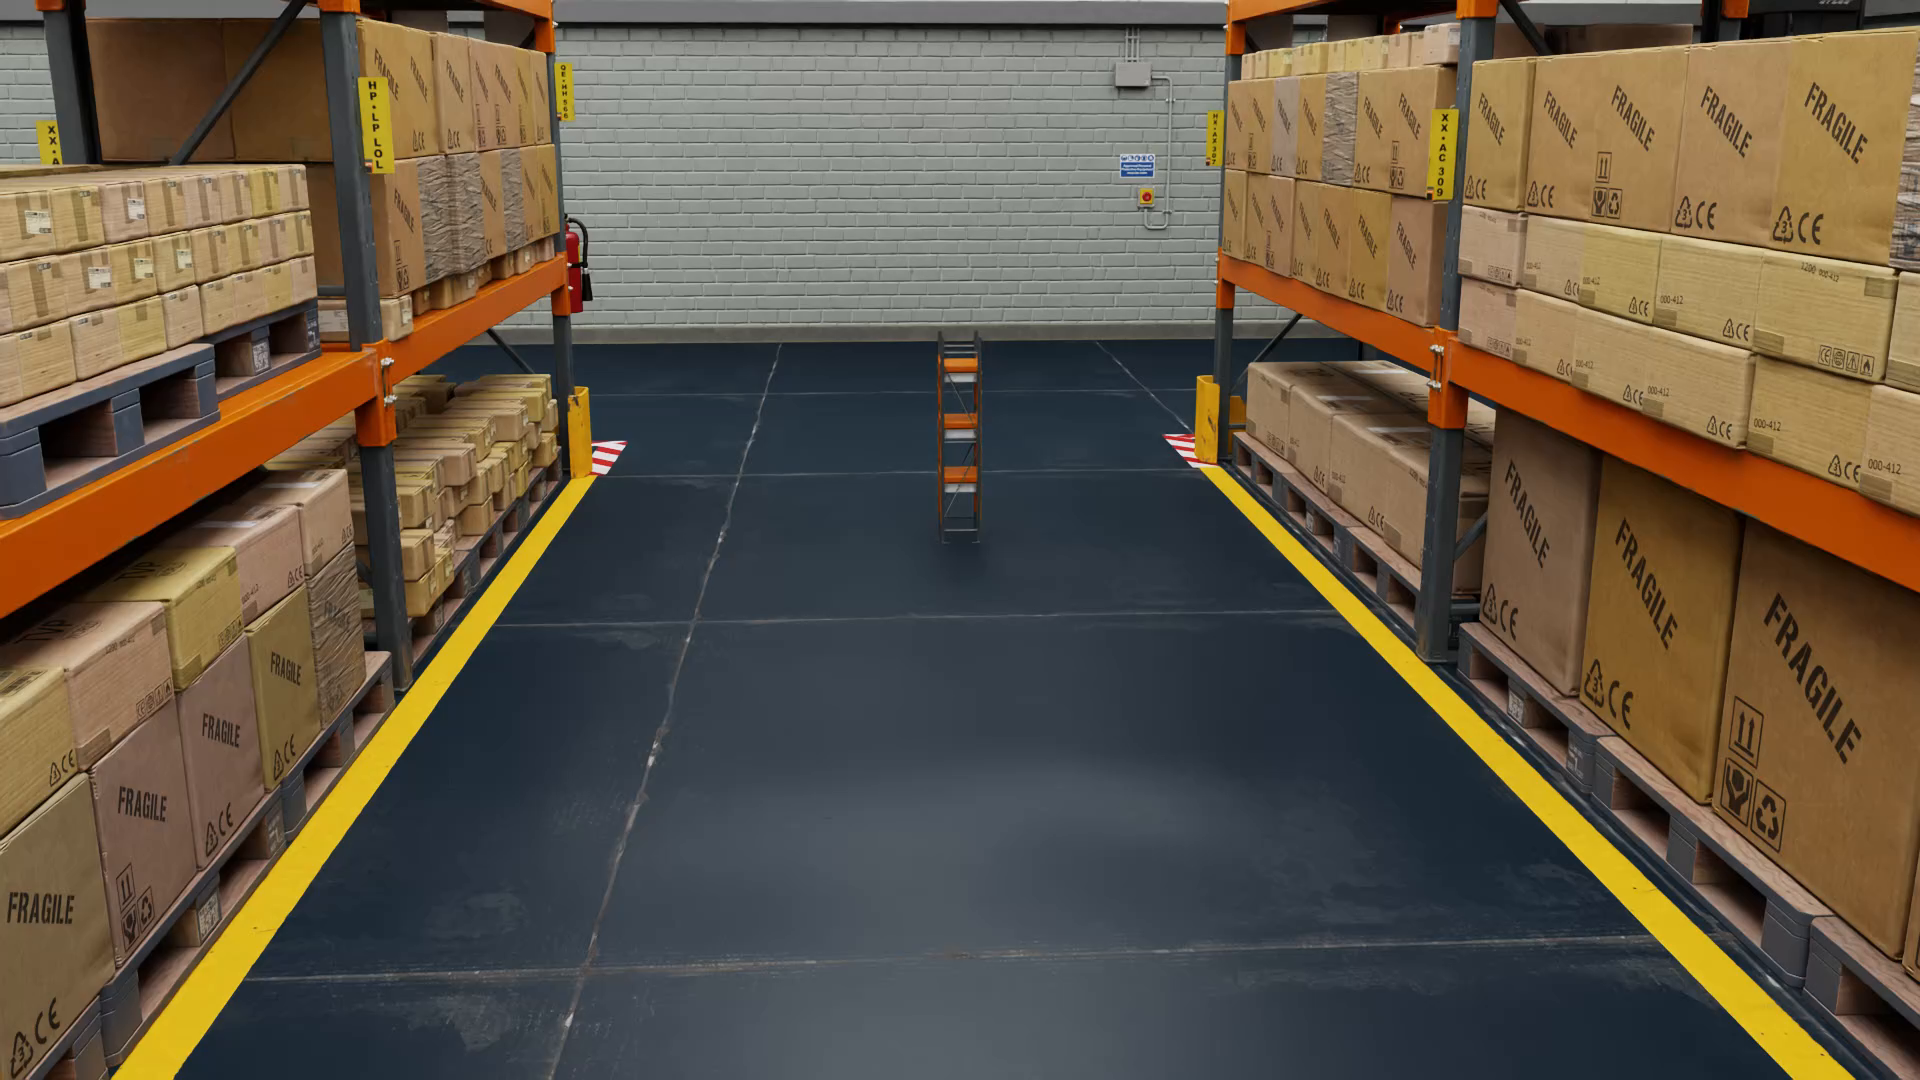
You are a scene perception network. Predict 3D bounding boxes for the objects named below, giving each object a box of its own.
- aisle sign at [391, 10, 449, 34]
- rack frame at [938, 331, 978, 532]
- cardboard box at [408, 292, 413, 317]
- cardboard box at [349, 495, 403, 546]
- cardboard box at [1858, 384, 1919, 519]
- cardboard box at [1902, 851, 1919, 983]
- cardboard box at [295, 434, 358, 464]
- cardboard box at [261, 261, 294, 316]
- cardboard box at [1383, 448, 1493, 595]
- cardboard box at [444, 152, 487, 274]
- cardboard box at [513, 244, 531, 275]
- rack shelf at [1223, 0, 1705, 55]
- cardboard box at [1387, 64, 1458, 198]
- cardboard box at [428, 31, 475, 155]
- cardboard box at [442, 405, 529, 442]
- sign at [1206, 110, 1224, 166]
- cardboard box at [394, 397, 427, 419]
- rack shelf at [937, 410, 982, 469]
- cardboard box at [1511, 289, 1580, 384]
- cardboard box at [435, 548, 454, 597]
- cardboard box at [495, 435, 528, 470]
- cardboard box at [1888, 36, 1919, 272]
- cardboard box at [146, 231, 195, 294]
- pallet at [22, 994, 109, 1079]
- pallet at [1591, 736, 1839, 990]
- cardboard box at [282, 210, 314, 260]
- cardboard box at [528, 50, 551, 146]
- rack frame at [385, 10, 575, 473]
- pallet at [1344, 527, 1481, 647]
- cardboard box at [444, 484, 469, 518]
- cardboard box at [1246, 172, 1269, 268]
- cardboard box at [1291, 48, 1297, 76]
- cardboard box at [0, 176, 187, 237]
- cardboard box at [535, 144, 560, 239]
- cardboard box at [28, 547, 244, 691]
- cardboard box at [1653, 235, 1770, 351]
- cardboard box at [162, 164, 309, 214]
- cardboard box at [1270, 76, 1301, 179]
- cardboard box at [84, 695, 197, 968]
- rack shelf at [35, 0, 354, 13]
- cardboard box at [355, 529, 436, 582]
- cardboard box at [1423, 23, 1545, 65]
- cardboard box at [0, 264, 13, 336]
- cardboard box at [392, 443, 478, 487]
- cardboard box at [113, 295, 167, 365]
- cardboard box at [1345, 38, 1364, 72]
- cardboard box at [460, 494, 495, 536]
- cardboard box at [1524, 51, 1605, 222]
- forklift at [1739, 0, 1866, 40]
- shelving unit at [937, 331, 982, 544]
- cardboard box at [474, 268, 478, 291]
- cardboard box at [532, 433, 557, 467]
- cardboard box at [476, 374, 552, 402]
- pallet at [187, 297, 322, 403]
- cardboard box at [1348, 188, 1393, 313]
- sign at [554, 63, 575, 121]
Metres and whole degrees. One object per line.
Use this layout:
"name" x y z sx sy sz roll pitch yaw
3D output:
"aisle sign" -3.145 -3.146 9.515 0.394 0.787 0.004 -1 14 -3
"rack frame" -0.011 -0.552 8.565 0.200 1.050 0.008 -1 14 -3
"cardboard box" -2.443 -0.961 6.744 0.380 0.149 0.250 -2 15 -6
"cardboard box" -2.408 -0.078 6.494 0.380 0.149 0.250 0 14 -1
"cardboard box" 2.251 -0.161 3.433 0.500 0.250 0.500 -1 14 -2
"cardboard box" 2.629 0.668 3.333 0.875 0.875 0.875 -1 14 -4
"cardboard box" -3.029 -0.397 7.733 0.380 0.149 0.250 -1 14 -5
"cardboard box" -2.354 -0.800 5.276 0.380 0.149 0.250 -1 14 -3
"cardboard box" 2.409 -0.100 7.195 0.875 0.438 0.875 -1 14 -4
"cardboard box" -2.405 -1.446 7.331 0.500 0.500 0.500 -1 14 -5
"cardboard box" -2.491 -1.487 8.790 0.380 0.149 0.250 0 14 -2
"rack shelf" 2.217 -2.581 7.963 1.077 0.370 4.000 -1 14 -3
"cardboard box" 2.036 -1.625 6.617 0.500 0.500 0.500 -1 14 -4
"cardboard box" -2.425 -1.925 7.185 0.500 0.500 0.500 -1 14 -3
"cardboard box" -2.429 -0.599 8.519 0.380 0.149 0.250 0 14 -1
"sign" 1.539 -2.425 10.036 0.100 0.325 0.005 -1 14 -3
"cardboard box" -3.025 -0.657 8.743 0.380 0.149 0.250 -2 15 -6
"rack shelf" -0.003 -0.511 8.450 0.215 0.259 0.240 -1 14 -3
"cardboard box" 2.139 -0.665 5.392 0.500 0.250 0.500 -1 14 -5
"cardboard box" -2.311 0.137 6.851 0.380 0.149 0.250 0 14 -2
"cardboard box" -2.444 -0.455 8.557 0.380 0.149 0.250 -1 14 -3
"cardboard box" 2.256 -0.770 3.290 0.500 0.500 0.500 -1 14 -2
"cardboard box" -2.305 -0.748 4.479 0.380 0.149 0.250 -2 15 -6
"pallet" -2.392 1.273 3.156 1.003 0.211 1.213 -1 14 -3
"pallet" 2.543 0.866 4.739 1.003 0.211 1.213 -1 14 -3
"cardboard box" -2.371 -1.008 5.489 0.380 0.149 0.250 0 14 -2
"cardboard box" -2.564 -2.440 9.185 0.500 0.500 0.500 -1 14 -5
"rack frame" -2.841 -1.873 9.786 1.000 3.000 0.127 -1 14 -3
"pallet" 2.372 0.180 7.402 1.003 0.211 1.213 -1 14 -3
"cardboard box" -2.460 -0.198 7.556 0.380 0.149 0.250 0 14 -1
"cardboard box" 1.896 -1.774 9.200 0.500 0.500 0.500 -1 14 -4
"cardboard box" 1.931 -2.469 8.592 0.380 0.149 0.250 -1 14 -3
"cardboard box" -2.314 -0.894 4.447 0.380 0.149 0.250 -1 14 -5
"cardboard box" -2.556 -1.958 9.318 0.500 0.500 0.500 -1 14 -2
"cardboard box" -2.229 0.206 4.373 0.500 0.250 0.500 -2 15 -6
"cardboard box" 2.185 -0.655 4.348 0.500 0.250 0.500 -1 14 -5
"cardboard box" -2.373 -1.151 5.448 0.380 0.149 0.250 0 14 -1
"cardboard box" 1.918 -2.127 8.567 0.500 0.500 0.500 -1 14 -4
"cardboard box" -2.206 0.691 3.993 0.500 0.500 0.500 -1 14 -5
"rack shelf" -2.469 -1.485 3.702 1.077 0.370 4.000 -1 14 -3
"cardboard box" -2.296 0.060 6.555 0.380 0.149 0.250 0 14 -1
"cardboard box" 2.004 -1.898 6.375 0.380 0.149 0.250 -1 14 -5
"cardboard box" -2.244 -0.491 3.479 0.380 0.149 0.250 -1 14 -3
"cardboard box" -2.404 -0.339 7.507 0.380 0.149 0.250 -1 14 -2
"cardboard box" -2.287 -0.540 4.268 0.380 0.149 0.250 0 14 -1
"cardboard box" 1.988 -2.217 7.615 0.380 0.149 0.250 -1 14 -5
"cardboard box" -2.416 -0.118 7.846 0.380 0.149 0.250 -1 14 -5
"cardboard box" 2.141 -1.272 5.245 0.500 0.500 0.500 -1 14 -4
"forklift" 5.324 -1.884 9.968 3.031 2.935 1.130 -2 15 -6
"shelving unit" -0.003 -0.522 8.447 0.215 1.050 0.252 -1 14 -3
"cardboard box" -2.477 -1.225 7.771 0.380 0.149 0.250 0 14 -1
"cardboard box" -2.483 -0.506 9.350 0.380 0.149 0.250 0 14 -2
"cardboard box" -2.555 -0.856 9.518 0.380 0.149 0.250 -1 14 -3
"pallet" -2.691 -0.593 5.196 1.003 0.211 1.213 -1 14 -3
"cardboard box" 2.020 -1.267 7.232 0.500 0.500 0.500 -1 14 -5
"sign" -2.286 -2.590 9.616 0.100 0.325 0.005 -1 14 -3
